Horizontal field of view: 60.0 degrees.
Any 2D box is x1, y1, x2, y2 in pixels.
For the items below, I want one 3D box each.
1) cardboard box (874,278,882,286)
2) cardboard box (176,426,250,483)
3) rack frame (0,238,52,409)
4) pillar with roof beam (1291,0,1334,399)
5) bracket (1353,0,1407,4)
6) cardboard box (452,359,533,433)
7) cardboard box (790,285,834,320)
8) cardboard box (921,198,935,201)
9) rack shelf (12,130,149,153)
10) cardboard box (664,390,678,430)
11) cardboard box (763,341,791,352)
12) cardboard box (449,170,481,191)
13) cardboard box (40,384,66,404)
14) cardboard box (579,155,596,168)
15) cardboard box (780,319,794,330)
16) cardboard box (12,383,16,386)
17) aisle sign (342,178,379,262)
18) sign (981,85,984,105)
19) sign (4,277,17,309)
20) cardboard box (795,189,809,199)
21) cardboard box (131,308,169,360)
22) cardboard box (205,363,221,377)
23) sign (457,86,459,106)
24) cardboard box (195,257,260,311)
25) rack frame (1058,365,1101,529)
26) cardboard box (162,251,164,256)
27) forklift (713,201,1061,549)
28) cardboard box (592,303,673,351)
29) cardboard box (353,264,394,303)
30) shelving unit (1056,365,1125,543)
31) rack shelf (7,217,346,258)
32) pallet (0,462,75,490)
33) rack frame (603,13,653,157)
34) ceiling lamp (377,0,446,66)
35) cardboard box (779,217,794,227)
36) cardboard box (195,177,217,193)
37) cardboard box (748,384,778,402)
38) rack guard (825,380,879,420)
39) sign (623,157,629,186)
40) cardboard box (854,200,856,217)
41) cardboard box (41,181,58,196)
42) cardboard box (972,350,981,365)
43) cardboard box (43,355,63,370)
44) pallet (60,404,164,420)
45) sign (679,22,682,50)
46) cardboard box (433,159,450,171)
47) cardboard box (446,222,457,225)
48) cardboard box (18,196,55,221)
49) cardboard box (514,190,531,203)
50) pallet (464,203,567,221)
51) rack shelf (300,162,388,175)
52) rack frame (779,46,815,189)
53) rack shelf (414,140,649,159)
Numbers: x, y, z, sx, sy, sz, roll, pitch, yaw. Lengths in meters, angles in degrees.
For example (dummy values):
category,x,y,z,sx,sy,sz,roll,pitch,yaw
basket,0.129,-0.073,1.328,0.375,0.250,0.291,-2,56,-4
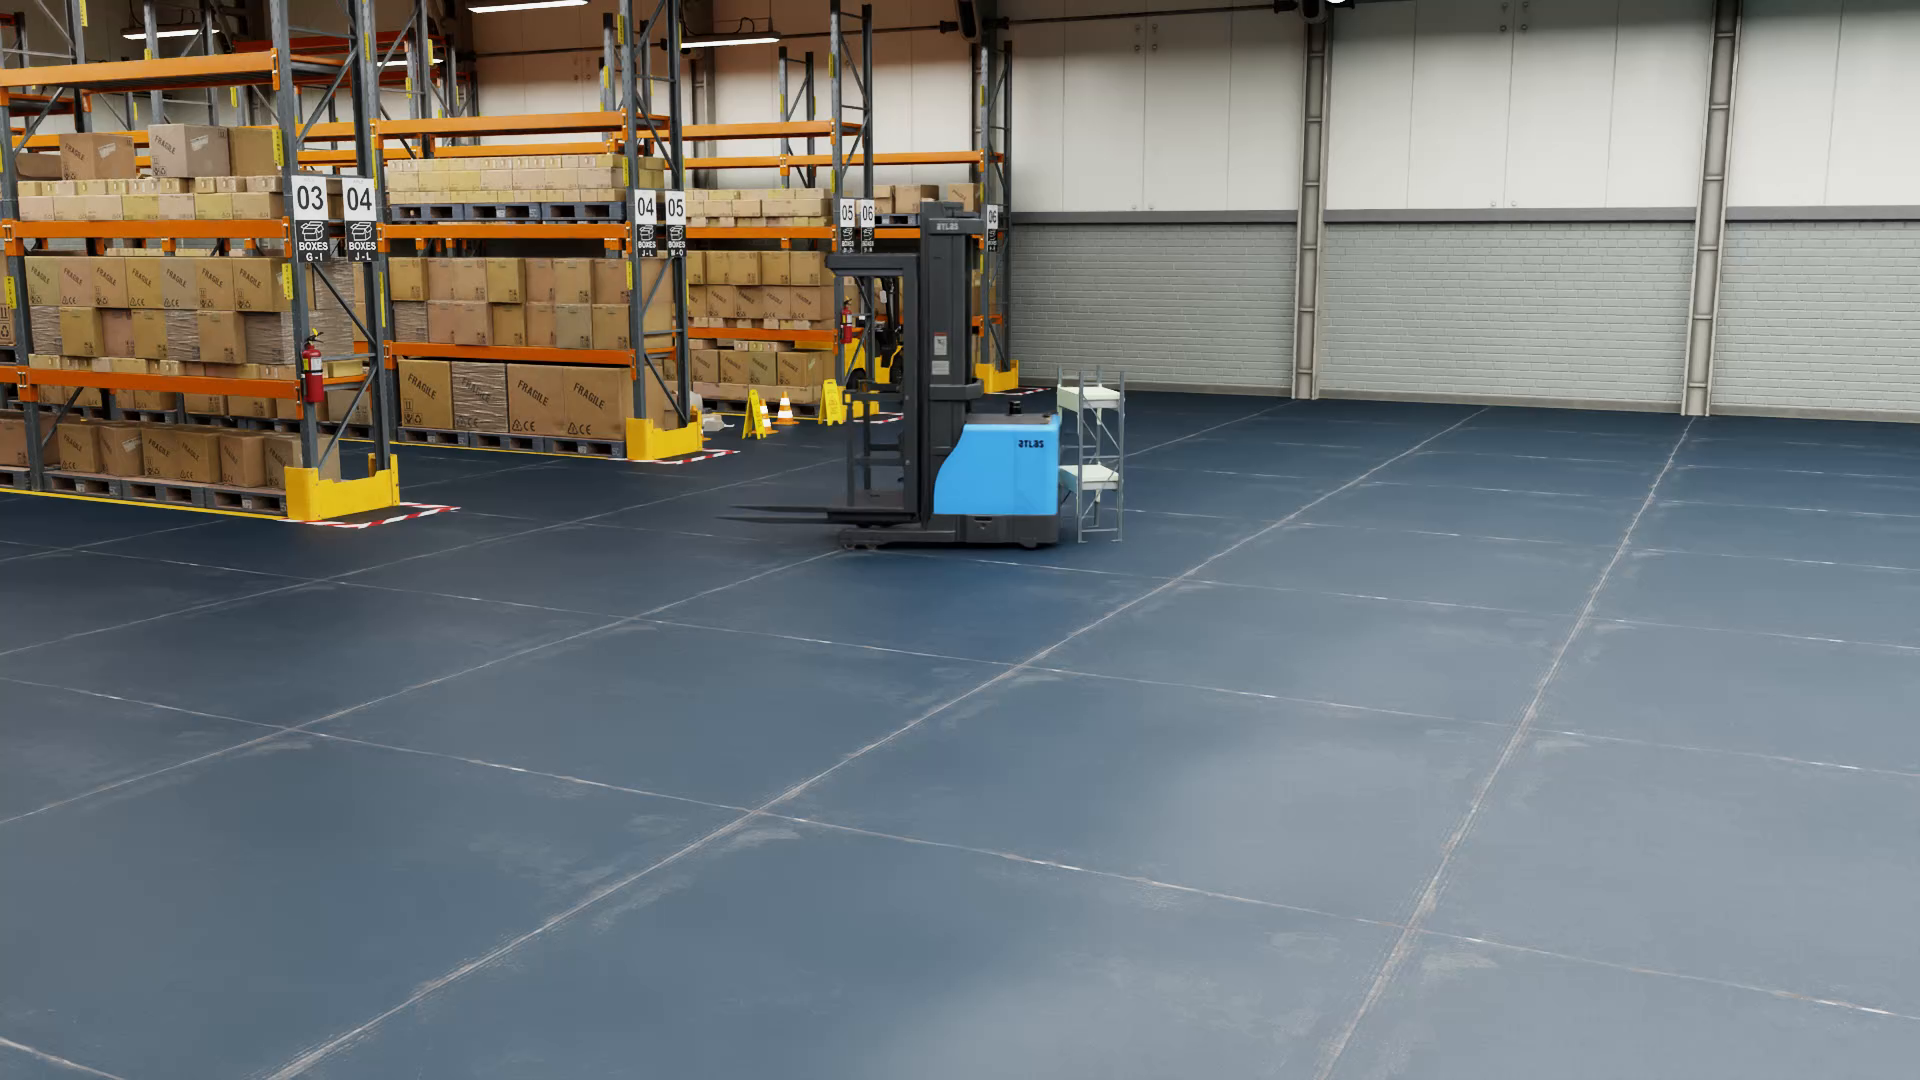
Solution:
category,x,y,z,sx,sy,sz,roll,pitch,yaw
cardboard box,-1.411,-4.617,29.717,0.250,0.149,0.380,5,11,25
cardboard box,-7.606,-0.872,16.968,0.500,0.500,0.500,6,12,31
rack frame,-14.425,-3.480,25.534,0.127,3.000,1.000,5,11,26
pillar with roof beam,3.879,-6.116,23.256,0.548,9.000,9.100,5,11,26
bracket,8.325,-8.281,25.112,4.783,0.066,0.076,5,11,26
cardboard box,-5.908,-1.879,21.478,0.875,0.875,0.875,5,11,26
cardboard box,-2.173,-3.527,24.679,0.500,0.500,0.500,5,11,25
cardboard box,-0.476,-5.828,29.005,0.258,0.266,0.396,5,11,26
rack shelf,-12.631,-5.723,24.229,4.000,0.370,1.077,5,11,26
cardboard box,-4.259,-1.838,23.475,0.637,0.503,0.797,-2,11,-14
cardboard box,-2.757,-2.914,25.024,0.250,0.149,0.380,5,12,27
cardboard box,-6.030,-4.491,20.827,0.500,0.250,0.500,5,11,25
cardboard box,-13.405,-2.314,24.935,0.500,0.500,0.500,6,12,28
cardboard box,-4.339,-4.527,19.905,0.250,0.149,0.380,5,11,26
cardboard box,-2.491,-3.230,24.861,0.250,0.149,0.380,5,11,25
cardboard box,-14.875,-2.515,26.195,0.250,0.149,0.380,5,11,26
aisle sign,-5.761,-3.072,15.983,0.004,0.787,0.394,5,11,26
sign,0.376,-7.491,28.006,0.005,0.325,0.100,5,11,26
sign,-9.778,-2.546,17.124,0.005,0.325,0.100,5,11,26
cardboard box,-2.212,-5.083,24.439,0.250,0.149,0.380,5,12,27
cardboard box,-7.804,-2.101,16.801,0.500,0.500,0.875,5,11,26
cardboard box,-7.190,-1.696,16.382,0.250,0.149,0.380,5,11,26
sign,-8.507,-7.501,28.063,0.005,0.325,0.100,5,11,26
cardboard box,-7.002,-2.480,16.086,0.500,0.500,0.500,5,11,26
rack frame,1.083,-0.850,15.217,0.400,1.500,0.023,-2,10,-11
cardboard box,-14.345,-5.253,30.421,0.250,0.149,0.380,5,11,24
forklift,-0.630,-1.460,14.567,3.031,2.935,1.130,1,10,5
cardboard box,-4.016,-2.630,20.418,0.550,0.550,0.875,5,11,26
cardboard box,-7.699,-3.429,22.164,0.500,0.500,0.700,5,11,25
shelving unit,1.155,-0.786,14.864,0.431,1.500,0.755,-2,10,-11
rack shelf,-7.742,-3.030,16.644,4.000,0.370,1.077,5,11,26
pallet,-10.235,-0.754,18.304,1.213,0.211,1.003,5,11,26
rack frame,-5.151,-6.600,25.929,0.127,3.000,1.000,5,11,26
ceiling lamp,-10.353,-10.479,30.970,2.000,3.185,0.800,5,11,26
cardboard box,-2.469,-4.709,24.611,0.250,0.149,0.380,5,12,28
cardboard box,-7.047,-3.380,15.860,0.250,0.149,0.380,5,11,26
cardboard box,-2.869,-2.249,25.276,0.500,0.250,0.500,5,11,26
rack guard,-1.632,-2.109,24.977,0.348,0.500,1.175,5,11,26
sign,-3.916,-4.321,19.498,0.005,0.325,0.100,5,11,26
cardboard box,-1.897,-4.963,24.895,0.500,0.250,0.500,5,11,25
cardboard box,-9.112,-3.579,16.960,0.250,0.149,0.380,4,11,23
cardboard box,0.054,-3.214,29.202,0.500,0.250,0.500,5,11,25
cardboard box,-9.258,-1.855,17.261,0.250,0.149,0.380,5,11,26
pallet,-12.628,-1.951,24.915,1.213,0.211,1.003,5,11,26
sign,-3.412,-6.112,20.165,0.005,0.325,0.100,5,11,26
cardboard box,-6.391,-4.707,20.900,0.250,0.149,0.380,5,11,25
cardboard box,-8.302,-5.301,27.551,0.258,0.266,0.396,5,11,26
cardboard box,-9.246,-3.391,17.043,0.500,0.250,0.500,5,11,24
cardboard box,-5.251,-4.215,20.418,0.250,0.149,0.380,5,11,26
pallet,-5.432,-4.119,20.894,1.213,0.211,1.003,5,11,26
rack shelf,-11.926,-7.825,34.729,4.000,0.370,1.077,5,11,26
rack frame,-2.958,-7.393,30.311,0.127,3.000,1.000,5,11,26
rack shelf,-6.945,-6.207,26.899,4.000,0.370,1.077,5,11,26
